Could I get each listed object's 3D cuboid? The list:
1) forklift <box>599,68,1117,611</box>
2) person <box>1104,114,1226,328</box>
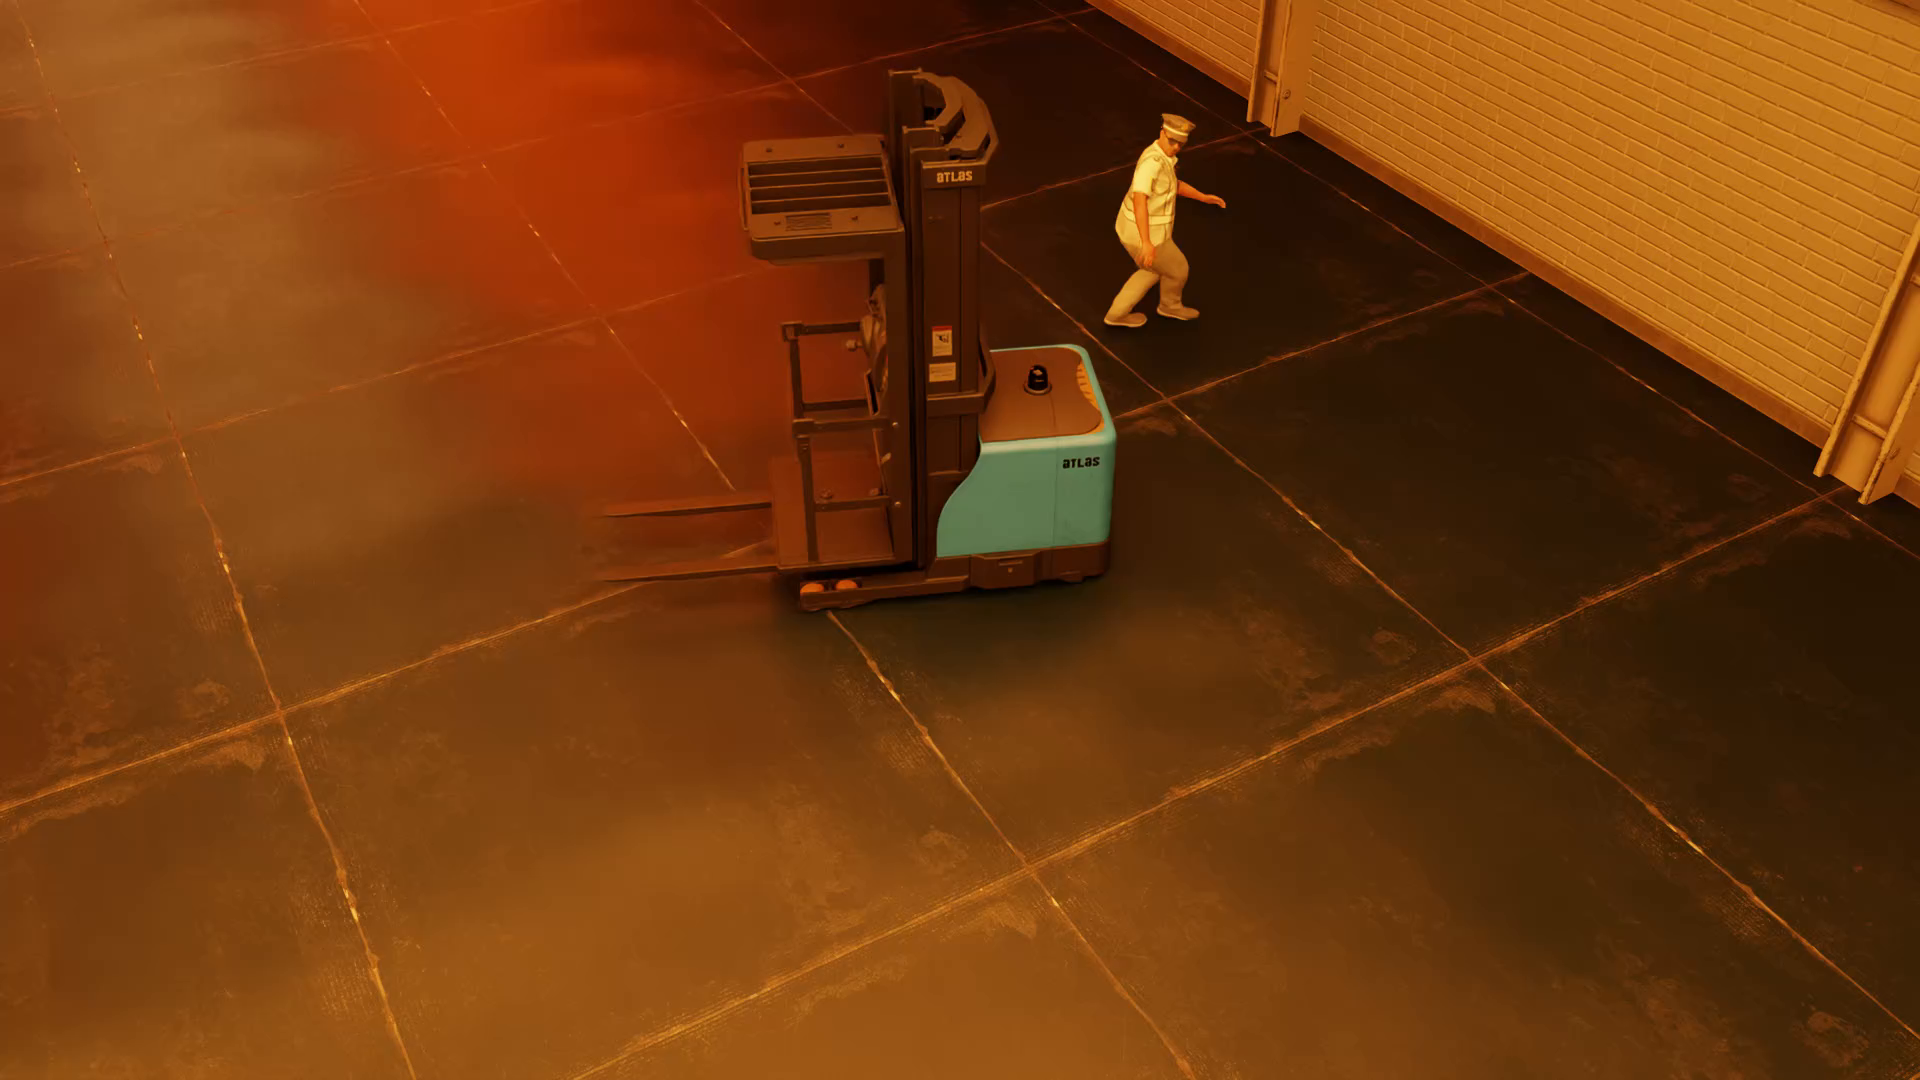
[{"bbox_3d":[-0.654,-1.070,9.327,3.031,2.935,1.130,-5,40,-6],"label":"forklift"},{"bbox_3d":[1.478,-2.167,11.695,0.828,1.650,0.814,-6,40,-7],"label":"person"}]
